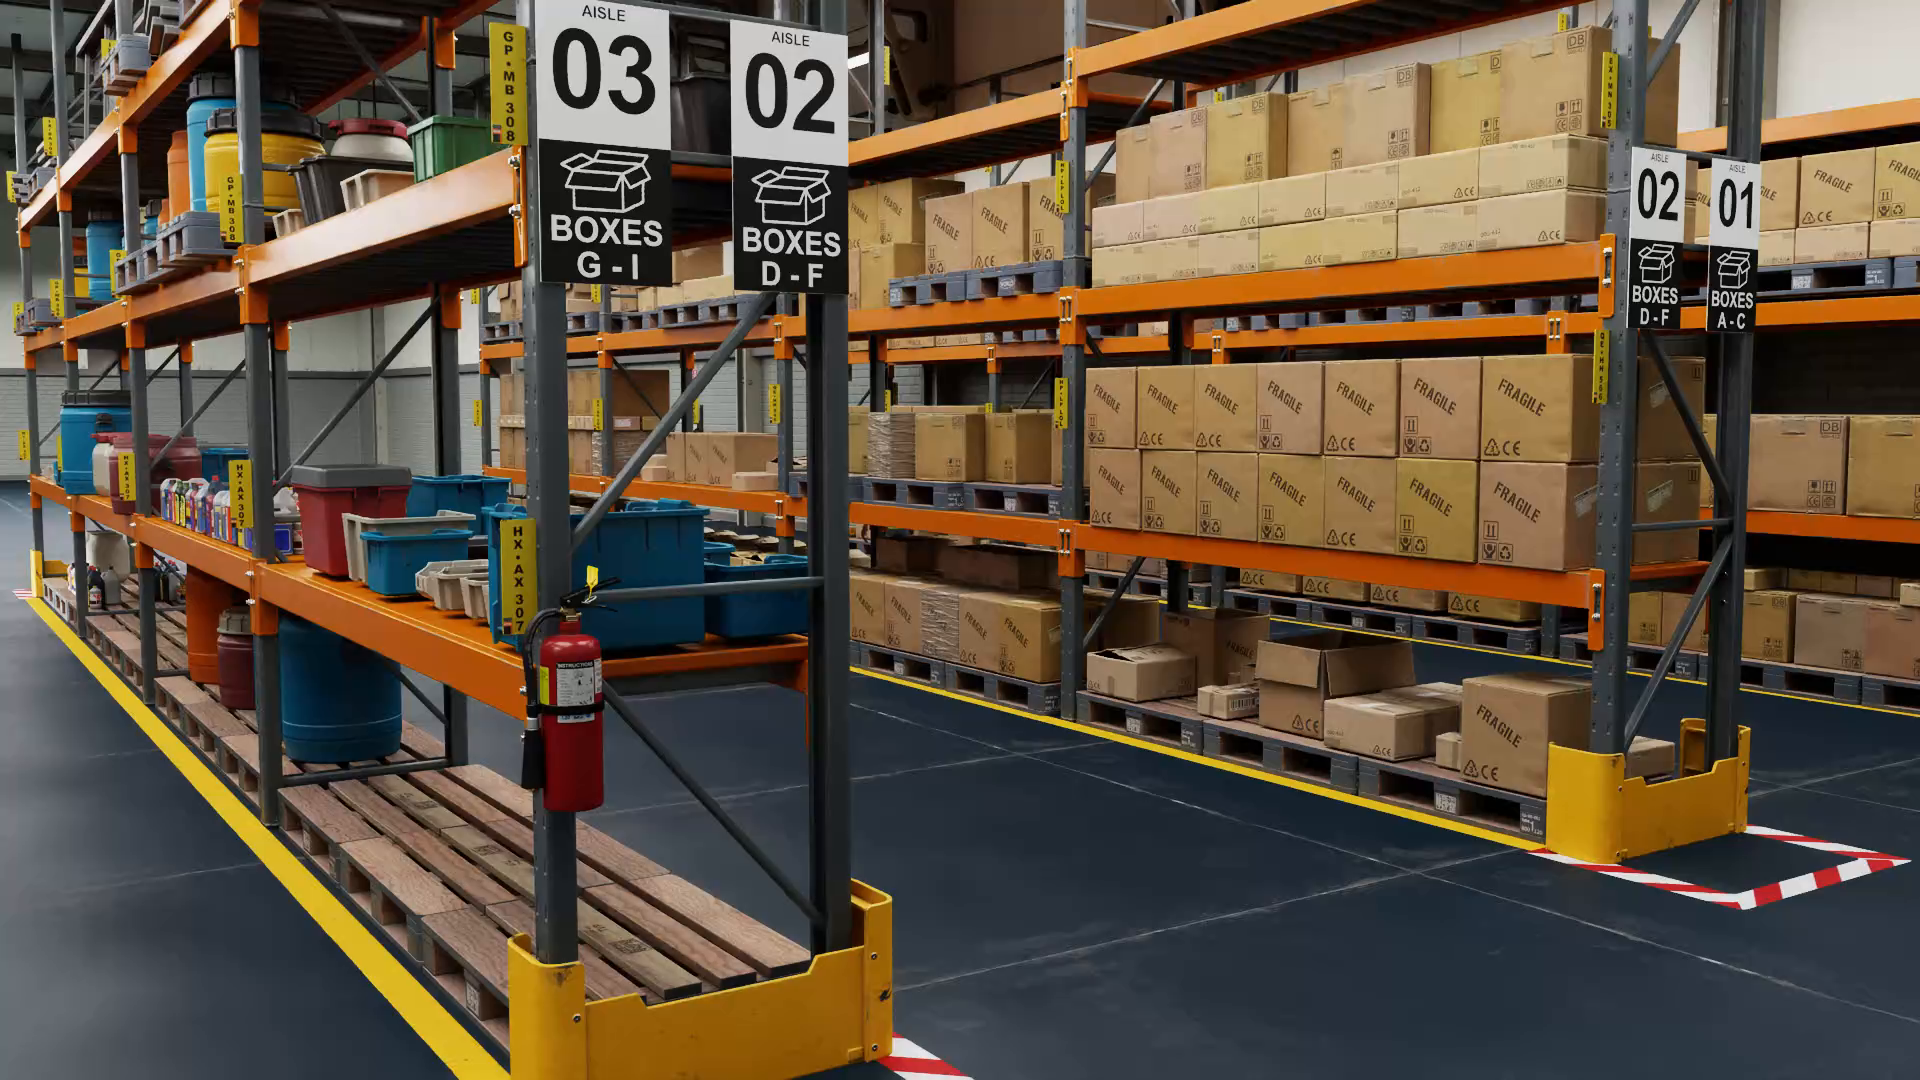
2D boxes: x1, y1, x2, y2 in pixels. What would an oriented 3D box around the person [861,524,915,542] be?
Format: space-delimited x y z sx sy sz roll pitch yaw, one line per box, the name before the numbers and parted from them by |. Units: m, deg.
person | -0.702 -0.155 16.627 0.627 1.761 0.456 -3 6 -33
